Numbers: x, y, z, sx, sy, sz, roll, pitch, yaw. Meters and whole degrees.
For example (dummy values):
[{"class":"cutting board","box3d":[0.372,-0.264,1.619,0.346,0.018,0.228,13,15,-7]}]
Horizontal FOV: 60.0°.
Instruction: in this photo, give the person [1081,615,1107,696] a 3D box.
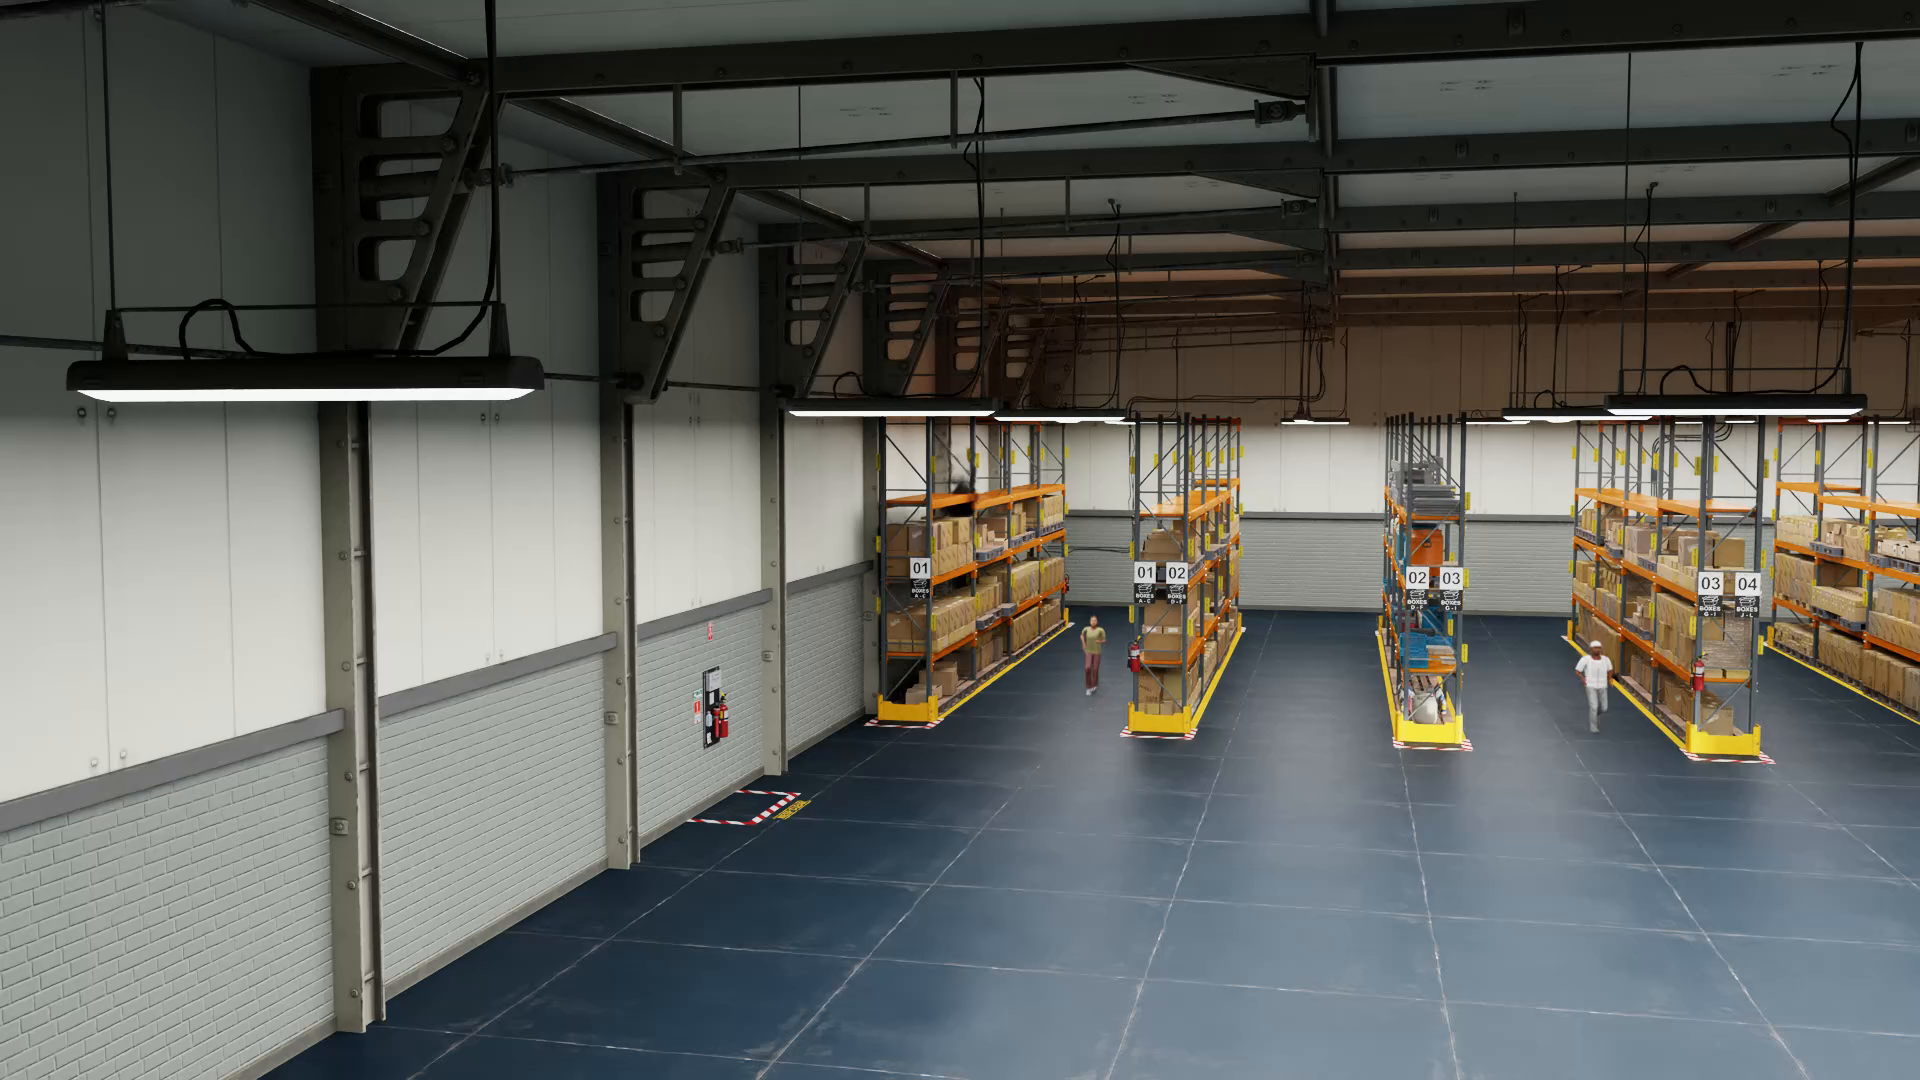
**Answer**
[{"class":"person","box3d":[2.876,2.470,35.780,0.561,1.728,0.754,0,4,7]}]

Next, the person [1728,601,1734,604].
[{"class":"person","box3d":[19.955,1.966,43.780,0.553,1.623,0.659,-2,5,-33]}]

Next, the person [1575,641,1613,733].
[{"class":"person","box3d":[11.933,2.749,31.265,0.697,1.714,0.609,0,4,5]}]
